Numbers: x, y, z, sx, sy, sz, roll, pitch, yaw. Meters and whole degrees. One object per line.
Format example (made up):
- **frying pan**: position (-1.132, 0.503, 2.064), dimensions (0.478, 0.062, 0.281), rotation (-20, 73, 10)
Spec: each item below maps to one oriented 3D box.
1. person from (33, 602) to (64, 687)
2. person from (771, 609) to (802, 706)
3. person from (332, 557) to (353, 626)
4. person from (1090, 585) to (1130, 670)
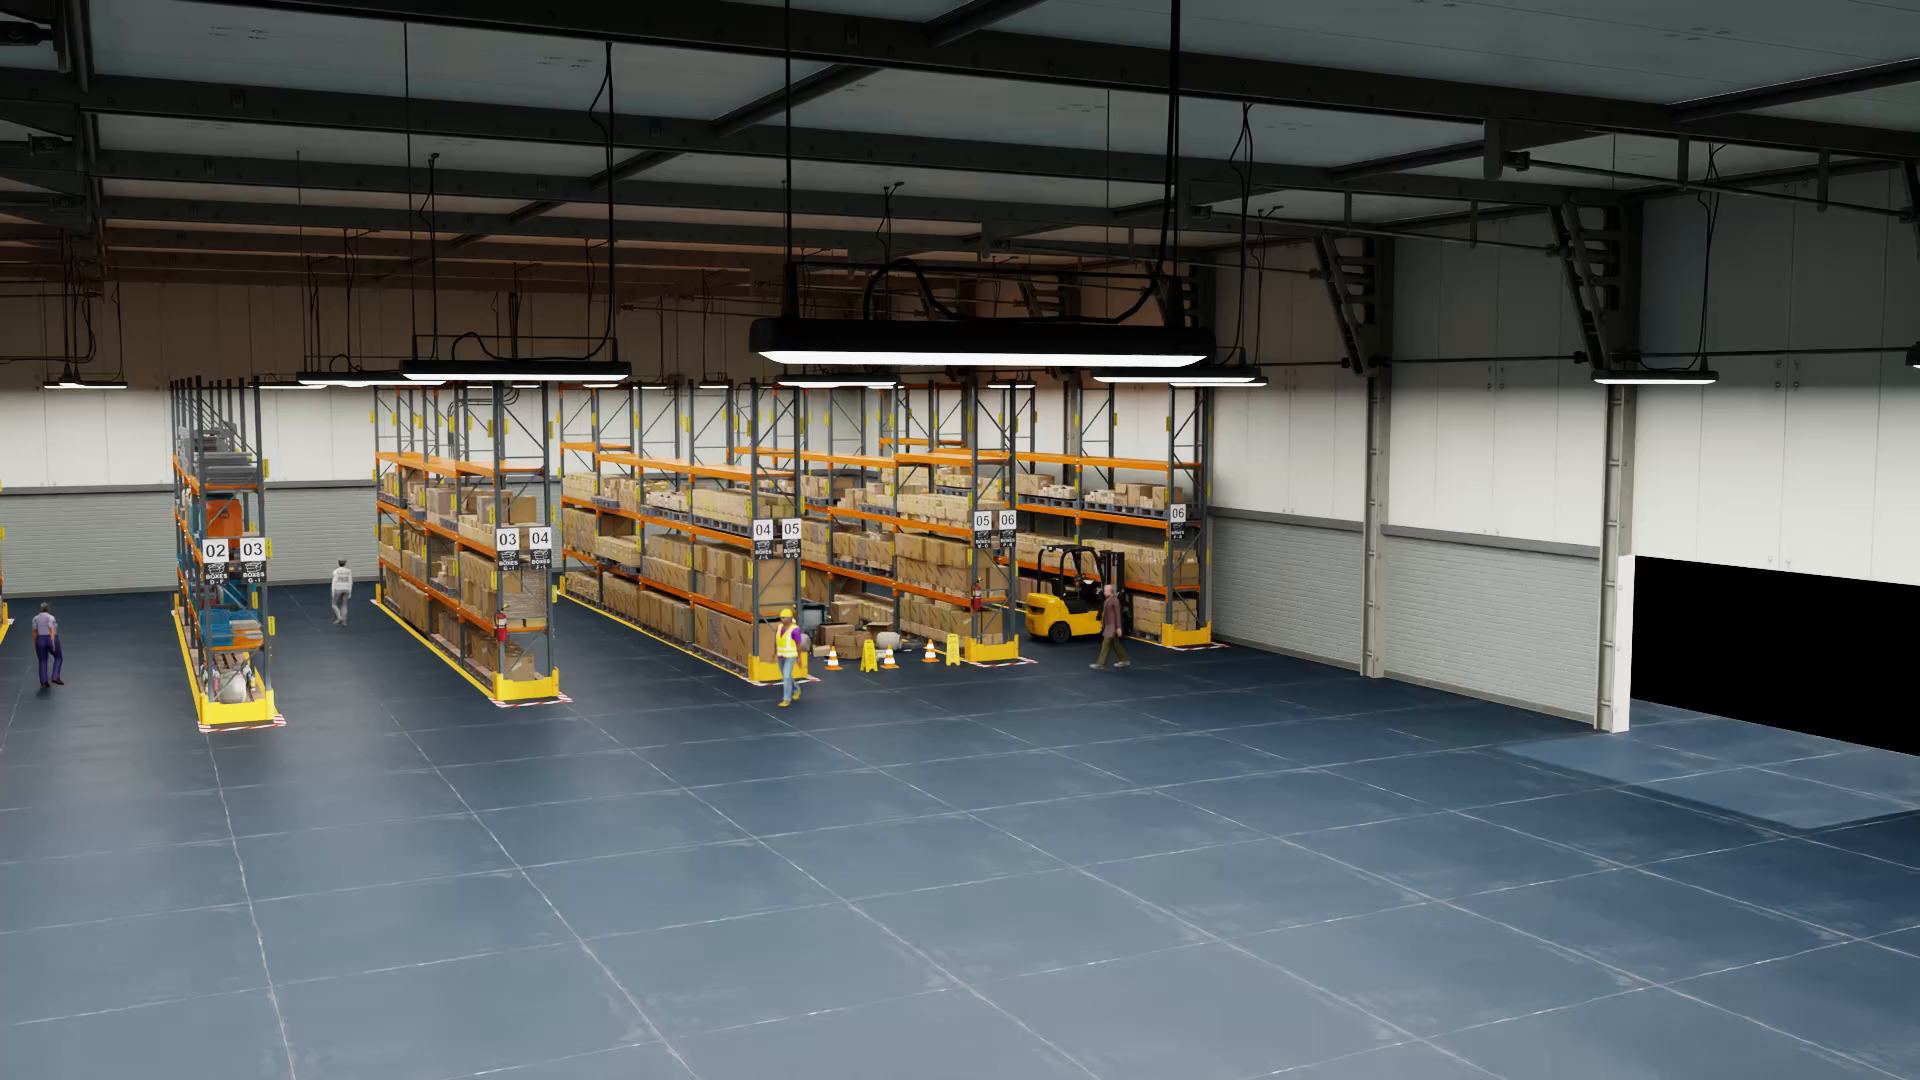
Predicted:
- **person**: position (-17.731, 2.042, 32.271), dimensions (0.510, 1.653, 0.518), rotation (-1, 5, -14)
- **person**: position (-3.142, 2.134, 30.525), dimensions (0.565, 1.752, 0.814), rotation (4, 7, 40)
- **person**: position (-15.100, 1.267, 40.647), dimensions (0.521, 1.675, 0.412), rotation (-4, 7, -39)
- **person**: position (3.096, 1.891, 34.414), dimensions (0.979, 1.546, 0.609), rotation (-1, 5, -12)
